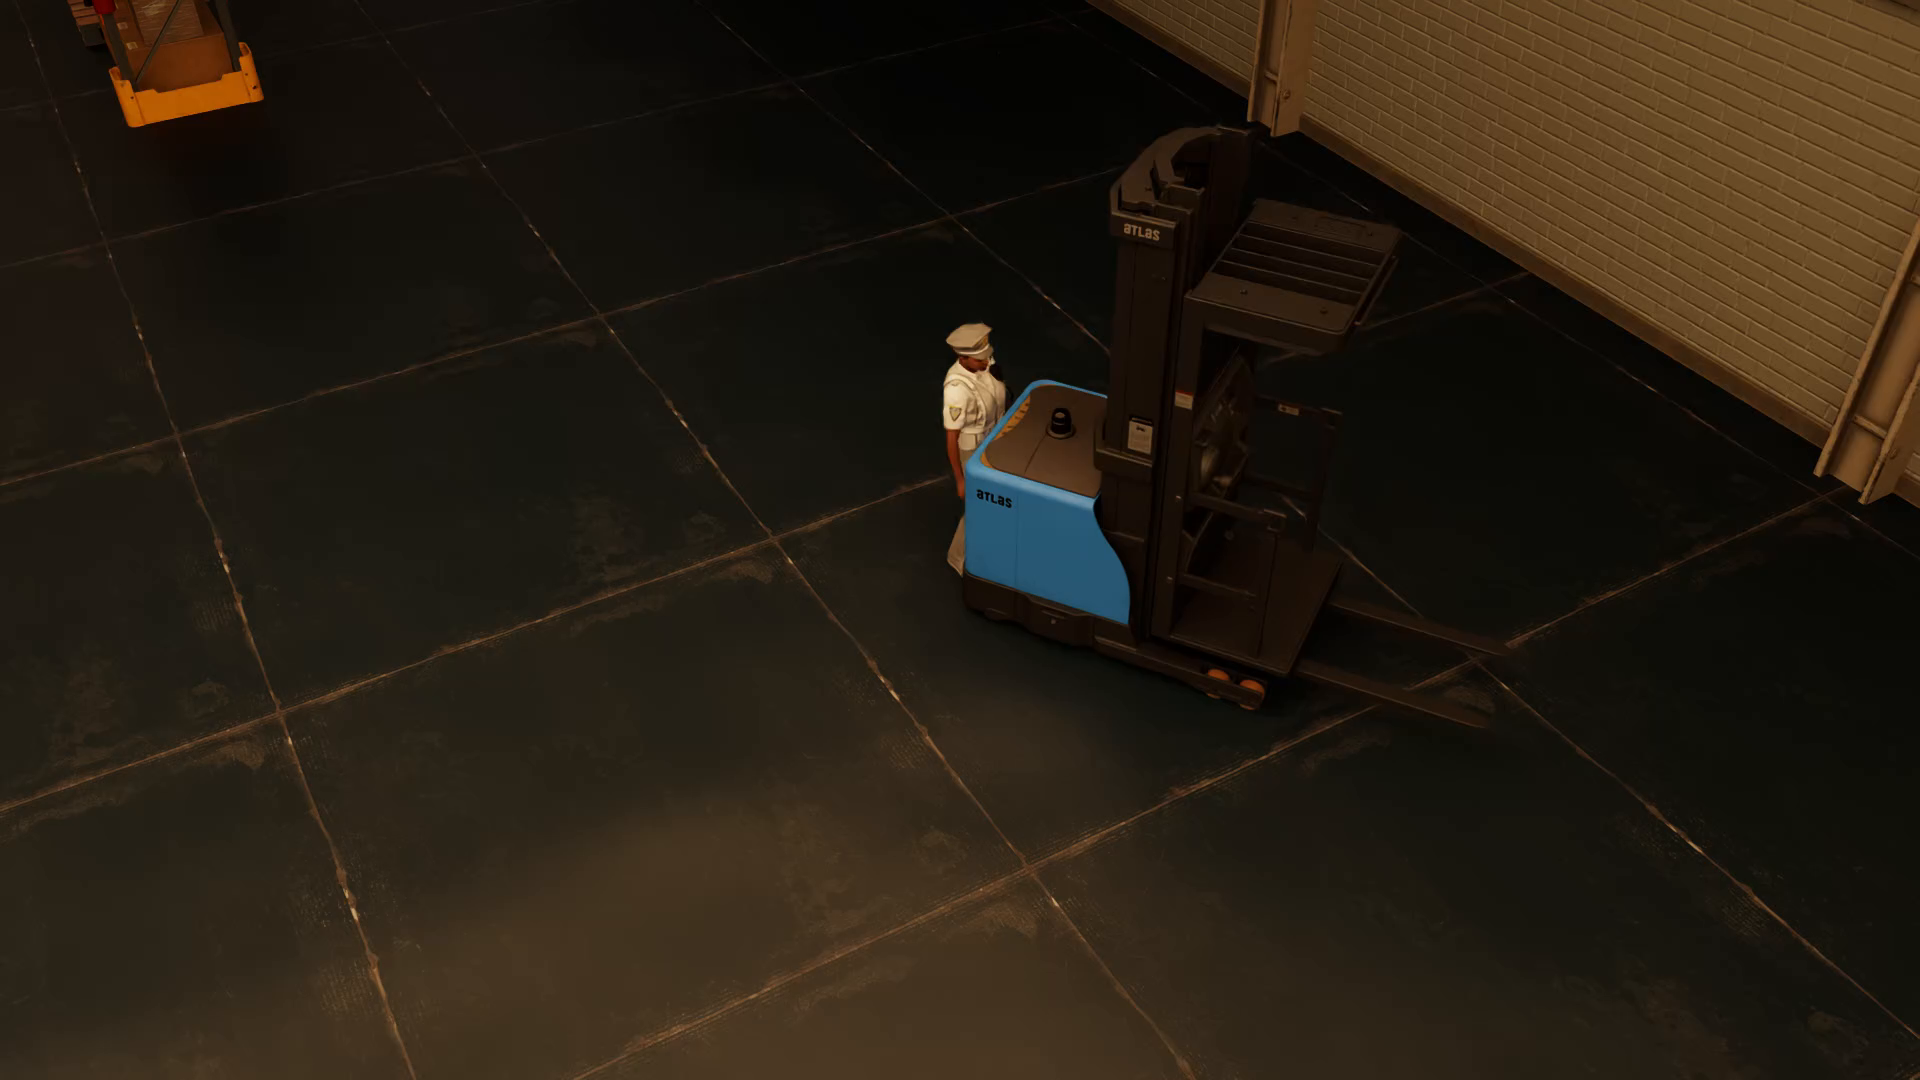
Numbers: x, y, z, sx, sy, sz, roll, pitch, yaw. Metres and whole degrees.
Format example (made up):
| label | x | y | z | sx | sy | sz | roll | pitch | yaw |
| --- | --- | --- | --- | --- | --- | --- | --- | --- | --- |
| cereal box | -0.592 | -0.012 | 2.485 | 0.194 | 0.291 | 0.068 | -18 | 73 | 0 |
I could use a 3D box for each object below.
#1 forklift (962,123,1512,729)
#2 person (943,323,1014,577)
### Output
| label | x | y | z | sx | sy | sz | roll | pitch | yaw |
| --- | --- | --- | --- | --- | --- | --- | --- | --- | --- |
| forklift | 1.568 | -0.580 | 8.736 | 3.031 | 2.935 | 1.130 | 17 | 43 | 20 |
| person | 0.123 | -0.553 | 9.760 | 0.461 | 1.580 | 0.732 | 23 | 45 | 25 |
